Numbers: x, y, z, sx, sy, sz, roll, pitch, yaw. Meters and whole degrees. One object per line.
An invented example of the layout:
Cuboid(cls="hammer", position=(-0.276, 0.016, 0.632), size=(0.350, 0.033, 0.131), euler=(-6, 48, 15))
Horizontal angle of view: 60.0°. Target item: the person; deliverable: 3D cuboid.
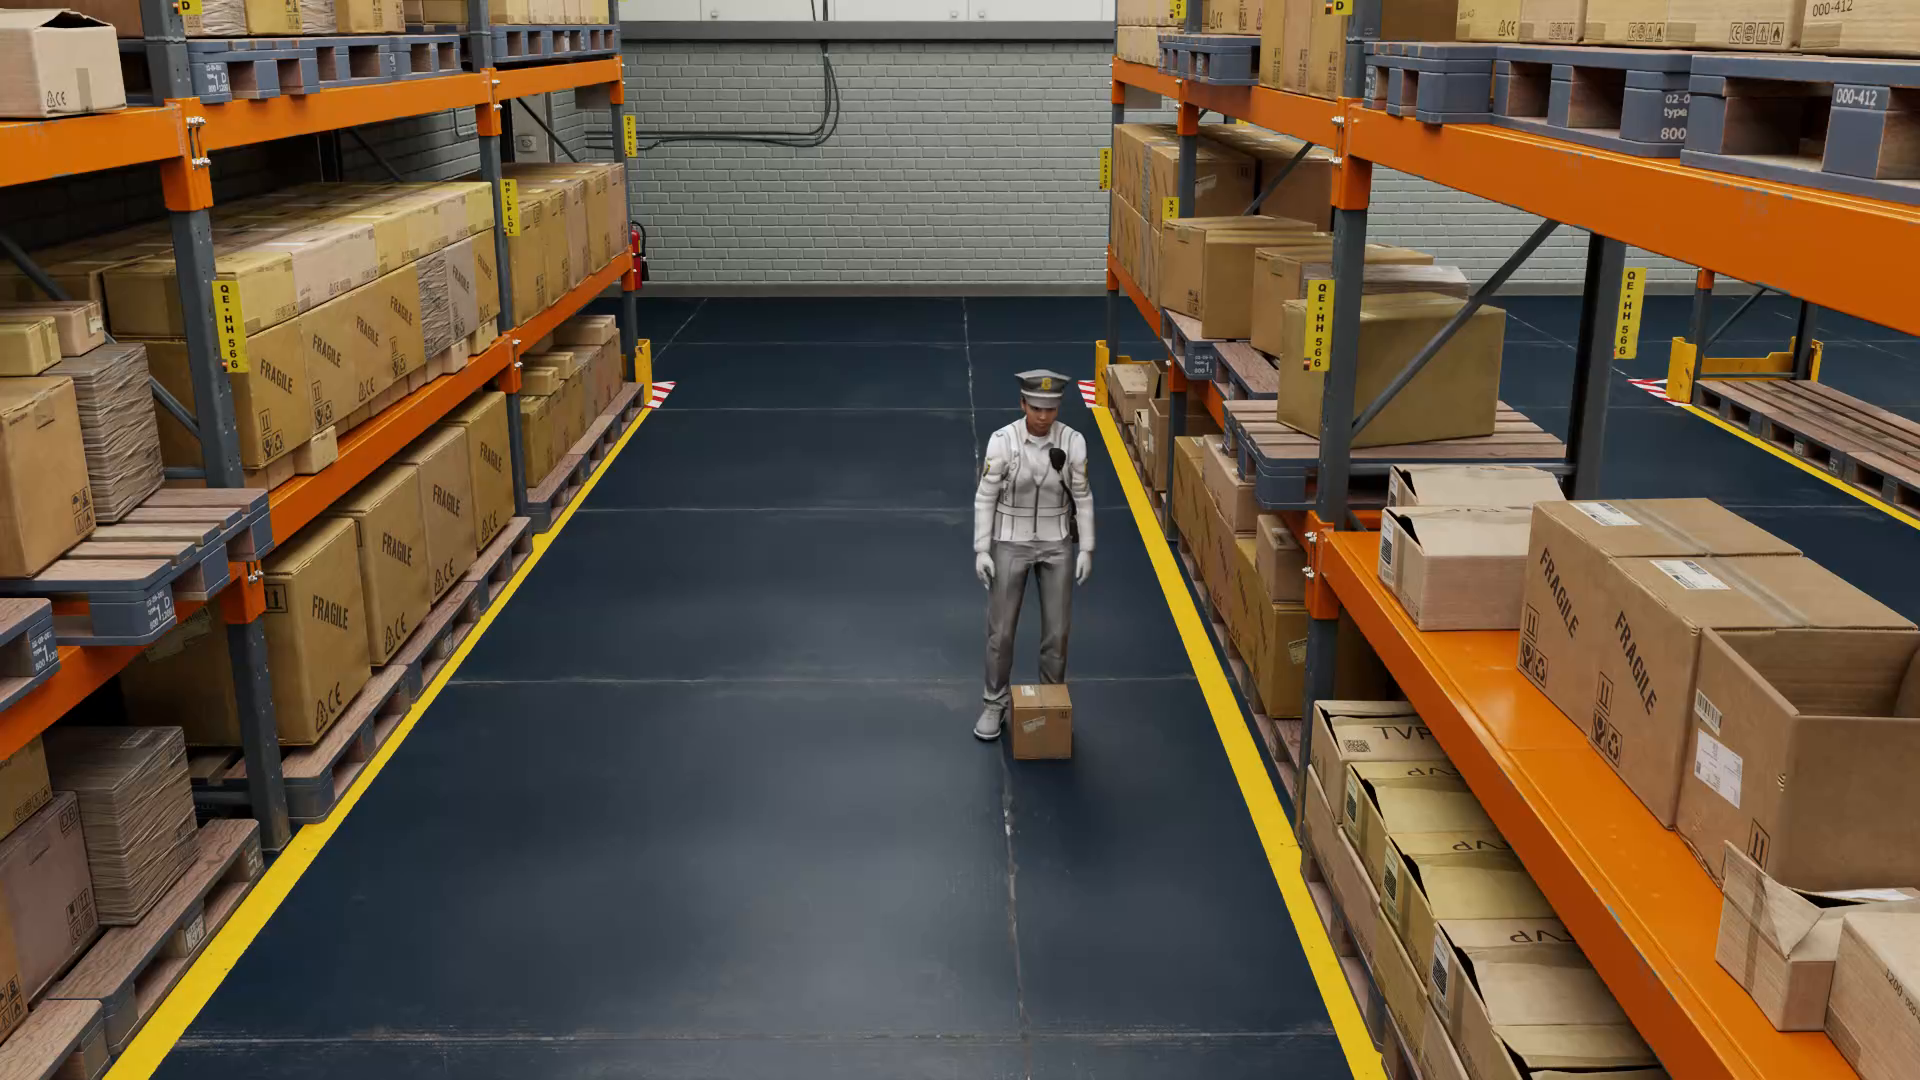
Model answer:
Cuboid(cls="person", position=(0.329, 0.057, 7.355), size=(0.538, 1.663, 0.377), euler=(-1, 17, -2))
